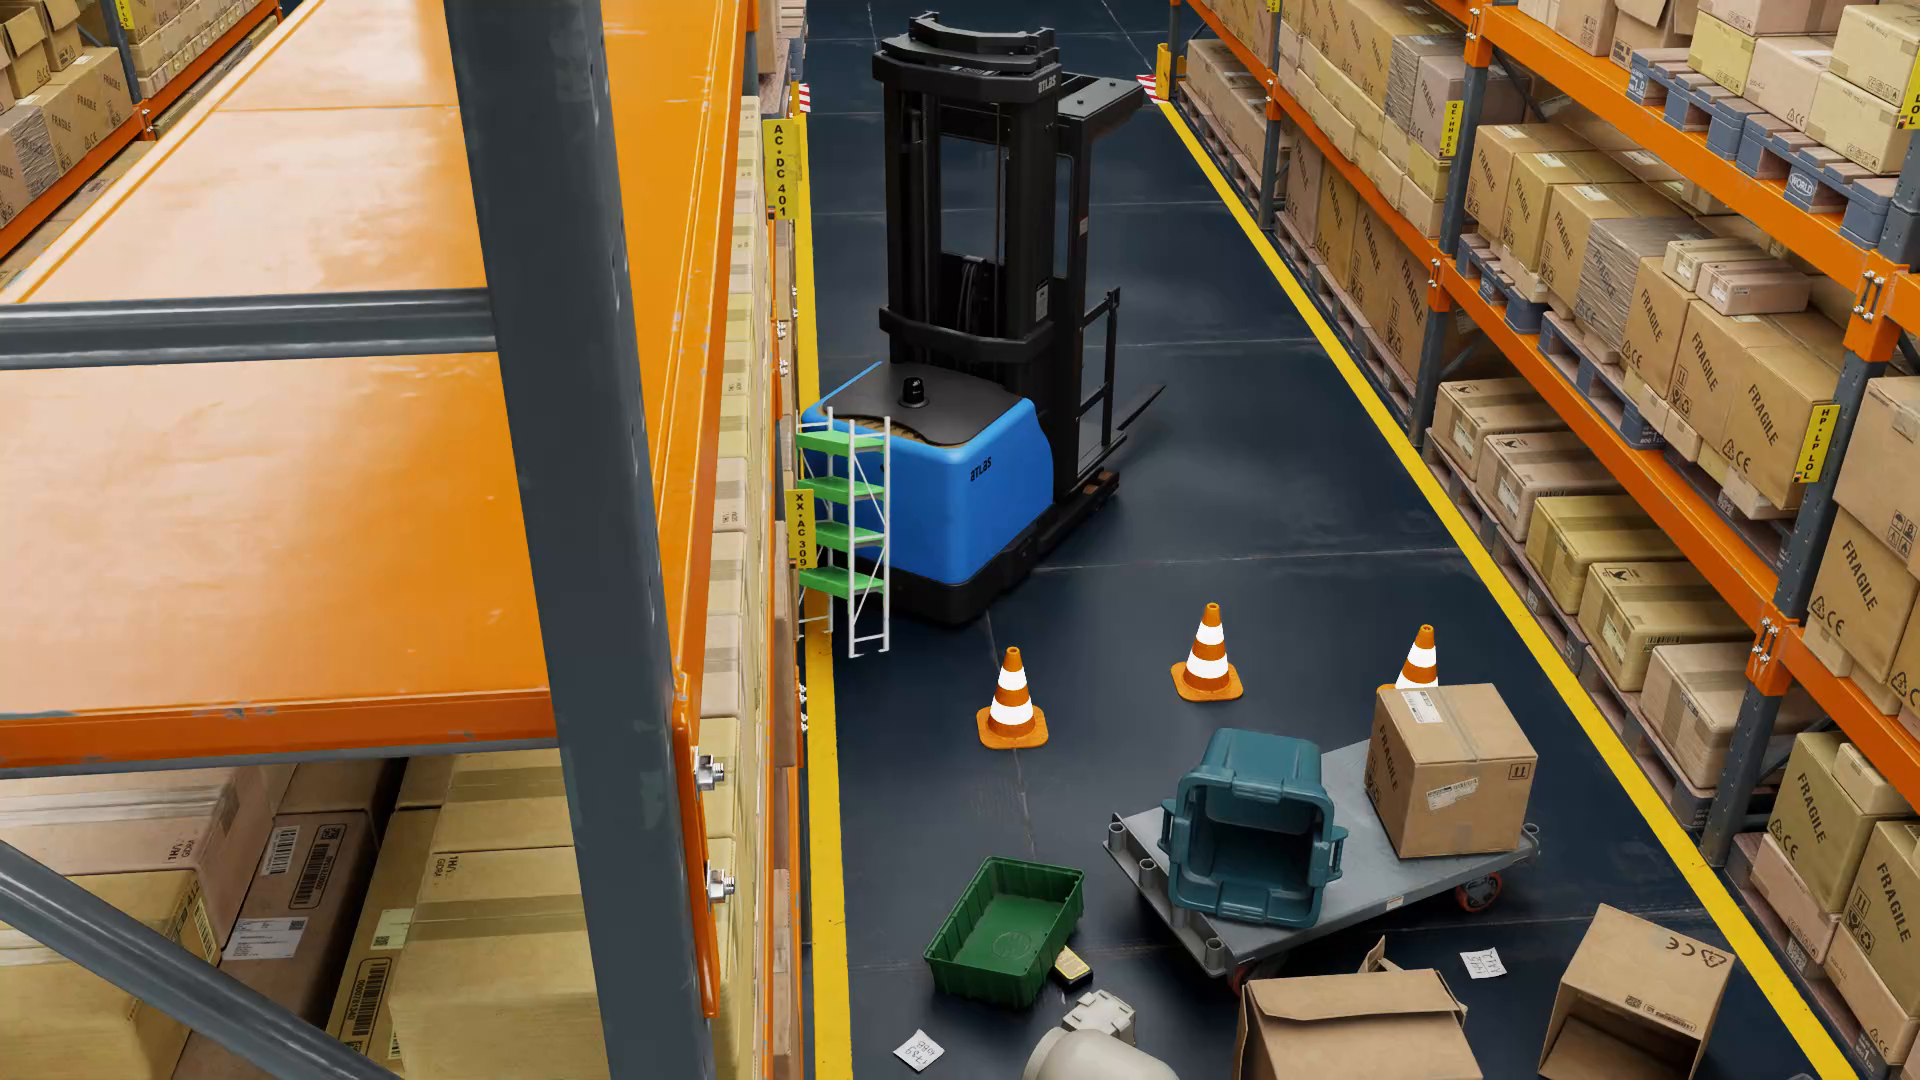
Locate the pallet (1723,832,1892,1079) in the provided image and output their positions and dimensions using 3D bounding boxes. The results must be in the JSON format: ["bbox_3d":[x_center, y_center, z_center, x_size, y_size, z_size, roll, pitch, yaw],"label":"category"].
[{"bbox_3d":[3.895,1.645,6.791,1.003,0.211,1.213,-3,31,-5],"label":"pallet"}]

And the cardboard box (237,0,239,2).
[{"bbox_3d":[-6.834,-5.115,15.245,0.500,0.250,0.500,-3,31,-5],"label":"cardboard box"}]

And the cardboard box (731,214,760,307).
[{"bbox_3d":[-0.674,-0.662,3.968,0.380,0.149,0.250,-3,31,-4],"label":"cardboard box"}]

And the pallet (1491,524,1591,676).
[{"bbox_3d":[3.606,0.282,9.073,1.003,0.211,1.213,-3,31,-5],"label":"pallet"}]

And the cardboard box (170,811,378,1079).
[{"bbox_3d":[-1.072,0.627,2.200,0.500,0.250,0.500,-2,31,-4],"label":"cardboard box"}]

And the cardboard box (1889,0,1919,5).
[{"bbox_3d":[4.085,-2.083,6.637,0.500,0.250,0.500,-3,31,-6],"label":"cardboard box"}]

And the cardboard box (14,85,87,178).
[{"bbox_3d":[-6.406,-2.801,11.417,0.500,0.500,0.500,-3,31,-5],"label":"cardboard box"}]

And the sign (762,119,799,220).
[{"bbox_3d":[-0.569,-1.176,5.287,0.100,0.325,0.005,-3,31,-5],"label":"sign"}]

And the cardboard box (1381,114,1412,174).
[{"bbox_3d":[3.074,-2.583,10.808,0.500,0.250,0.500,-4,31,-6],"label":"cardboard box"}]

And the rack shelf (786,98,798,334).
[{"bbox_3d":[-1.682,-2.359,11.477,1.077,0.370,4.000,-3,31,-5],"label":"rack shelf"}]

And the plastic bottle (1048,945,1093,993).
[{"bbox_3d":[0.407,1.725,6.802,0.133,0.061,0.283,-20,36,-30],"label":"plastic bottle"}]

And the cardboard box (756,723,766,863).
[{"bbox_3d":[-0.532,0.456,2.874,0.380,0.149,0.250,-3,31,-4],"label":"cardboard box"}]

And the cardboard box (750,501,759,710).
[{"bbox_3d":[-0.634,0.088,3.103,0.500,0.250,0.500,-3,31,-5],"label":"cardboard box"}]

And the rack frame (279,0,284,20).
[{"bbox_3d":[-7.190,-5.545,16.109,1.000,3.000,0.127,-3,31,-5],"label":"rack frame"}]

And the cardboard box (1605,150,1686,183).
[{"bbox_3d":[3.802,-1.805,9.049,0.500,0.500,0.500,-3,31,-5],"label":"cardboard box"}]

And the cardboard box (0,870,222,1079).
[{"bbox_3d":[-1.117,0.536,1.963,0.380,0.149,0.250,-2,31,-4],"label":"cardboard box"}]

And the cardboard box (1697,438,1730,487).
[{"bbox_3d":[3.467,-0.351,7.248,0.380,0.149,0.250,-4,31,-6],"label":"cardboard box"}]

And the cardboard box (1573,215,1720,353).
[{"bbox_3d":[3.386,-1.254,8.127,0.500,0.500,0.500,-4,31,-6],"label":"cardboard box"}]

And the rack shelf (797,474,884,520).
[{"bbox_3d":[-0.608,-0.222,8.464,0.258,0.148,0.480,-9,15,-39],"label":"rack shelf"}]

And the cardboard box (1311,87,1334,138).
[{"bbox_3d":[2.910,-3.150,12.245,0.500,0.250,0.500,-3,31,-5],"label":"cardboard box"}]

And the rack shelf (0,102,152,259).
[{"bbox_3d":[-6.630,-2.173,11.165,1.077,0.370,4.000,-3,31,-5],"label":"rack shelf"}]

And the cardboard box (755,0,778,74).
[{"bbox_3d":[-1.054,-2.327,7.191,0.500,0.500,0.500,-3,31,-5],"label":"cardboard box"}]

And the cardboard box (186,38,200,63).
[{"bbox_3d":[-6.613,-4.096,13.927,0.380,0.149,0.250,-3,31,-5],"label":"cardboard box"}]

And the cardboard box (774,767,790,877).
[{"bbox_3d":[-1.001,0.798,5.343,0.875,0.550,0.550,-3,31,-5],"label":"cardboard box"}]

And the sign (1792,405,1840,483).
[{"bbox_3d":[3.245,-0.362,6.303,0.100,0.325,0.005,-3,31,-5],"label":"sign"}]

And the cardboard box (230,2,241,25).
[{"bbox_3d":[-6.732,-4.750,15.023,0.380,0.149,0.250,-3,31,-6],"label":"cardboard box"}]

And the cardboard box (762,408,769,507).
[{"bbox_3d":[-0.648,-0.187,3.951,0.380,0.149,0.250,-3,31,-5],"label":"cardboard box"}]

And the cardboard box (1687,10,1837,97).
[{"bbox_3d":[3.510,-2.107,7.165,0.500,0.250,0.500,-2,31,-4],"label":"cardboard box"}]

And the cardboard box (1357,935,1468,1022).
[{"bbox_3d":[1.737,1.799,6.480,0.396,0.266,0.258,27,40,37],"label":"cardboard box"}]

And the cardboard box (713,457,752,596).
[{"bbox_3d":[-0.556,-0.013,2.882,0.380,0.149,0.250,-3,31,-5],"label":"cardboard box"}]

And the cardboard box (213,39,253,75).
[{"bbox_3d":[-6.966,-4.026,15.228,0.875,0.875,0.875,-3,31,-5],"label":"cardboard box"}]

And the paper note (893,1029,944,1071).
[{"bbox_3d":[-0.157,1.969,6.423,0.142,0.020,0.147,27,40,37],"label":"paper note"}]

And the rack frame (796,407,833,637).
[{"bbox_3d":[-0.767,-0.089,8.682,0.240,1.200,0.015,-9,15,-39],"label":"rack frame"}]

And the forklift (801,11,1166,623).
[{"bbox_3d":[0.319,-1.536,9.464,1.130,2.935,3.031,17,35,26],"label":"forklift"}]

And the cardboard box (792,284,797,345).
[{"bbox_3d":[-1.358,-1.384,11.171,0.500,0.500,0.500,-2,31,-4],"label":"cardboard box"}]

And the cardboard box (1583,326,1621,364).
[{"bbox_3d":[3.372,-1.006,8.345,0.380,0.149,0.250,-2,31,-3],"label":"cardboard box"}]

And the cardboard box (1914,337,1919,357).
[{"bbox_3d":[4.106,-0.780,6.702,0.380,0.149,0.250,-3,31,-5],"label":"cardboard box"}]

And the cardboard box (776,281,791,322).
[{"bbox_3d":[-1.094,-0.963,8.340,0.500,0.500,0.500,-3,31,-5],"label":"cardboard box"}]

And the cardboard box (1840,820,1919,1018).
[{"bbox_3d":[3.646,1.372,6.070,0.500,0.500,0.500,-2,31,-3],"label":"cardboard box"}]

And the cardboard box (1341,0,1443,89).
[{"bbox_3d":[2.979,-3.434,11.501,0.500,0.500,0.500,-3,31,-5],"label":"cardboard box"}]

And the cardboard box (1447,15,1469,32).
[{"bbox_3d":[3.532,-3.189,11.092,0.500,0.500,0.500,-2,31,-3],"label":"cardboard box"}]

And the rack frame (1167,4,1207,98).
[{"bbox_3d":[2.676,-6.020,16.904,1.000,3.000,0.127,-3,31,-5],"label":"rack frame"}]

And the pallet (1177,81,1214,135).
[{"bbox_3d":[2.829,-4.419,16.942,1.003,0.211,1.213,-3,31,-5],"label":"pallet"}]

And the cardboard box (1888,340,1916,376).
[{"bbox_3d":[4.039,-0.498,6.861,0.500,0.500,0.500,-2,31,-3],"label":"cardboard box"}]

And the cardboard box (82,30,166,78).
[{"bbox_3d":[-6.600,-3.819,13.075,0.500,0.250,0.500,-3,31,-5],"label":"cardboard box"}]

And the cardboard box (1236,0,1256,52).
[{"bbox_3d":[2.699,-4.508,14.275,0.500,0.500,0.500,-3,31,-6],"label":"cardboard box"}]

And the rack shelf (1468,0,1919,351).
[{"bbox_3d":[3.611,-1.894,7.772,1.077,0.370,4.000,-3,31,-5],"label":"rack shelf"}]

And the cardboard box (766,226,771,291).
[{"bbox_3d":[-0.769,-0.837,5.040,0.380,0.149,0.250,-3,31,-5],"label":"cardboard box"}]

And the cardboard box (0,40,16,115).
[{"bbox_3d":[-6.622,-2.984,10.745,0.797,0.503,0.637,-2,31,-3],"label":"cardboard box"}]

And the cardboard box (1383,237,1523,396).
[{"bbox_3d":[3.442,-1.561,11.100,0.875,0.875,0.875,-3,31,-5],"label":"cardboard box"}]

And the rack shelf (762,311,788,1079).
[{"bbox_3d":[-0.935,0.437,3.869,1.077,0.370,4.000,-3,31,-5],"label":"rack shelf"}]

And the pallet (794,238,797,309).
[{"bbox_3d":[-1.795,-2.095,13.051,1.003,0.211,1.213,-3,31,-5],"label":"pallet"}]

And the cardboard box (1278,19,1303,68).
[{"bbox_3d":[2.810,-3.890,12.997,0.500,0.250,0.500,-4,31,-6],"label":"cardboard box"}]

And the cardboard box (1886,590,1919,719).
[{"bbox_3d":[3.631,0.429,5.720,0.500,0.500,0.500,-3,31,-5],"label":"cardboard box"}]

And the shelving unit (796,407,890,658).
[{"bbox_3d":[-0.611,-0.049,8.499,0.258,1.200,0.503,-9,15,-39],"label":"shelving unit"}]

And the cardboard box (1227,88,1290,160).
[{"bbox_3d":[3.014,-3.841,15.345,0.875,0.438,0.875,-4,31,-6],"label":"cardboard box"}]

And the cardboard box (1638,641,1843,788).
[{"bbox_3d":[3.746,0.787,7.661,0.950,0.372,0.625,-2,31,-4],"label":"cardboard box"}]

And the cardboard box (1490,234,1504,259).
[{"bbox_3d":[3.262,-1.687,9.486,0.380,0.149,0.250,-5,31,-8],"label":"cardboard box"}]
